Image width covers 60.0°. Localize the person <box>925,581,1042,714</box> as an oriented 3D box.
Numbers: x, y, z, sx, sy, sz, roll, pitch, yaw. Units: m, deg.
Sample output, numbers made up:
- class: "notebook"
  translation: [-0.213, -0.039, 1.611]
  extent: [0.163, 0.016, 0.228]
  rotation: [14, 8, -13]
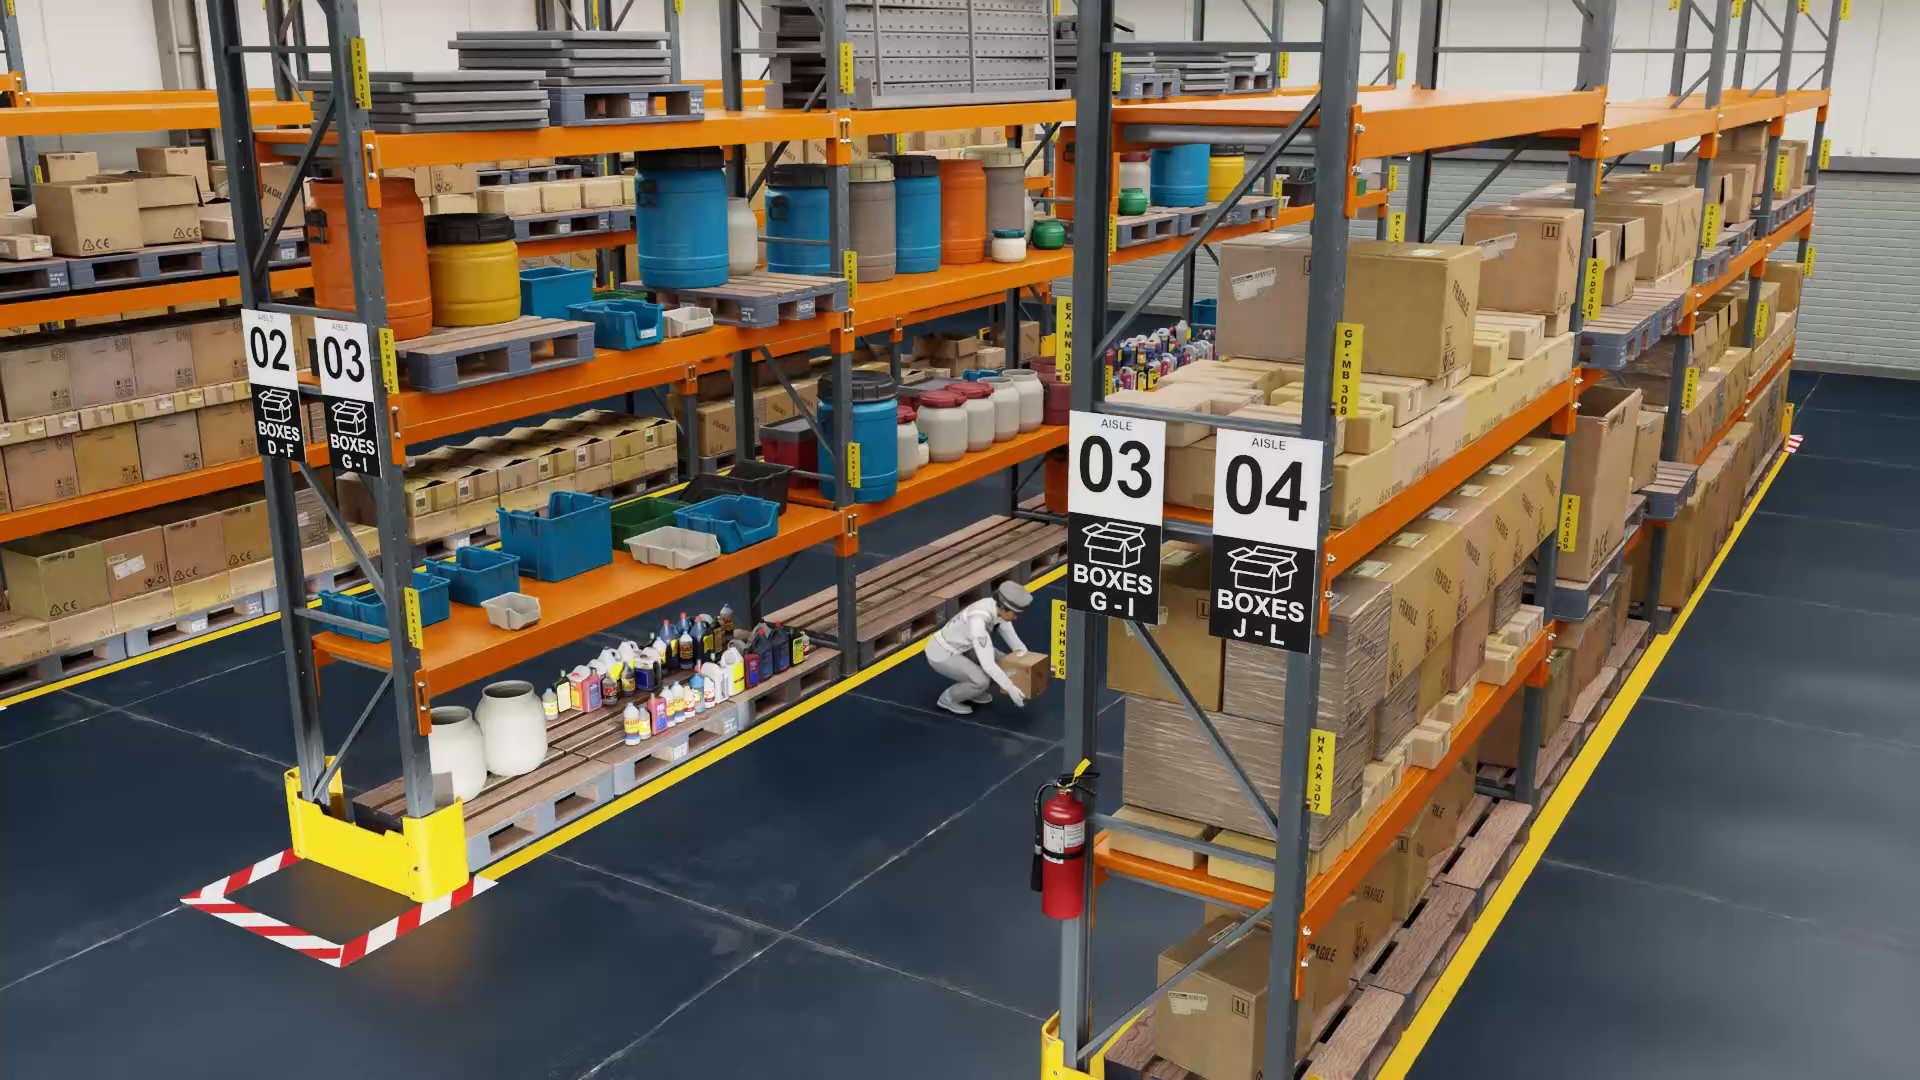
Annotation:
- class: "person"
  translation: [0.163, 0.750, 11.744]
  extent: [0.835, 0.965, 0.485]
  rotation: [10, 19, 30]
